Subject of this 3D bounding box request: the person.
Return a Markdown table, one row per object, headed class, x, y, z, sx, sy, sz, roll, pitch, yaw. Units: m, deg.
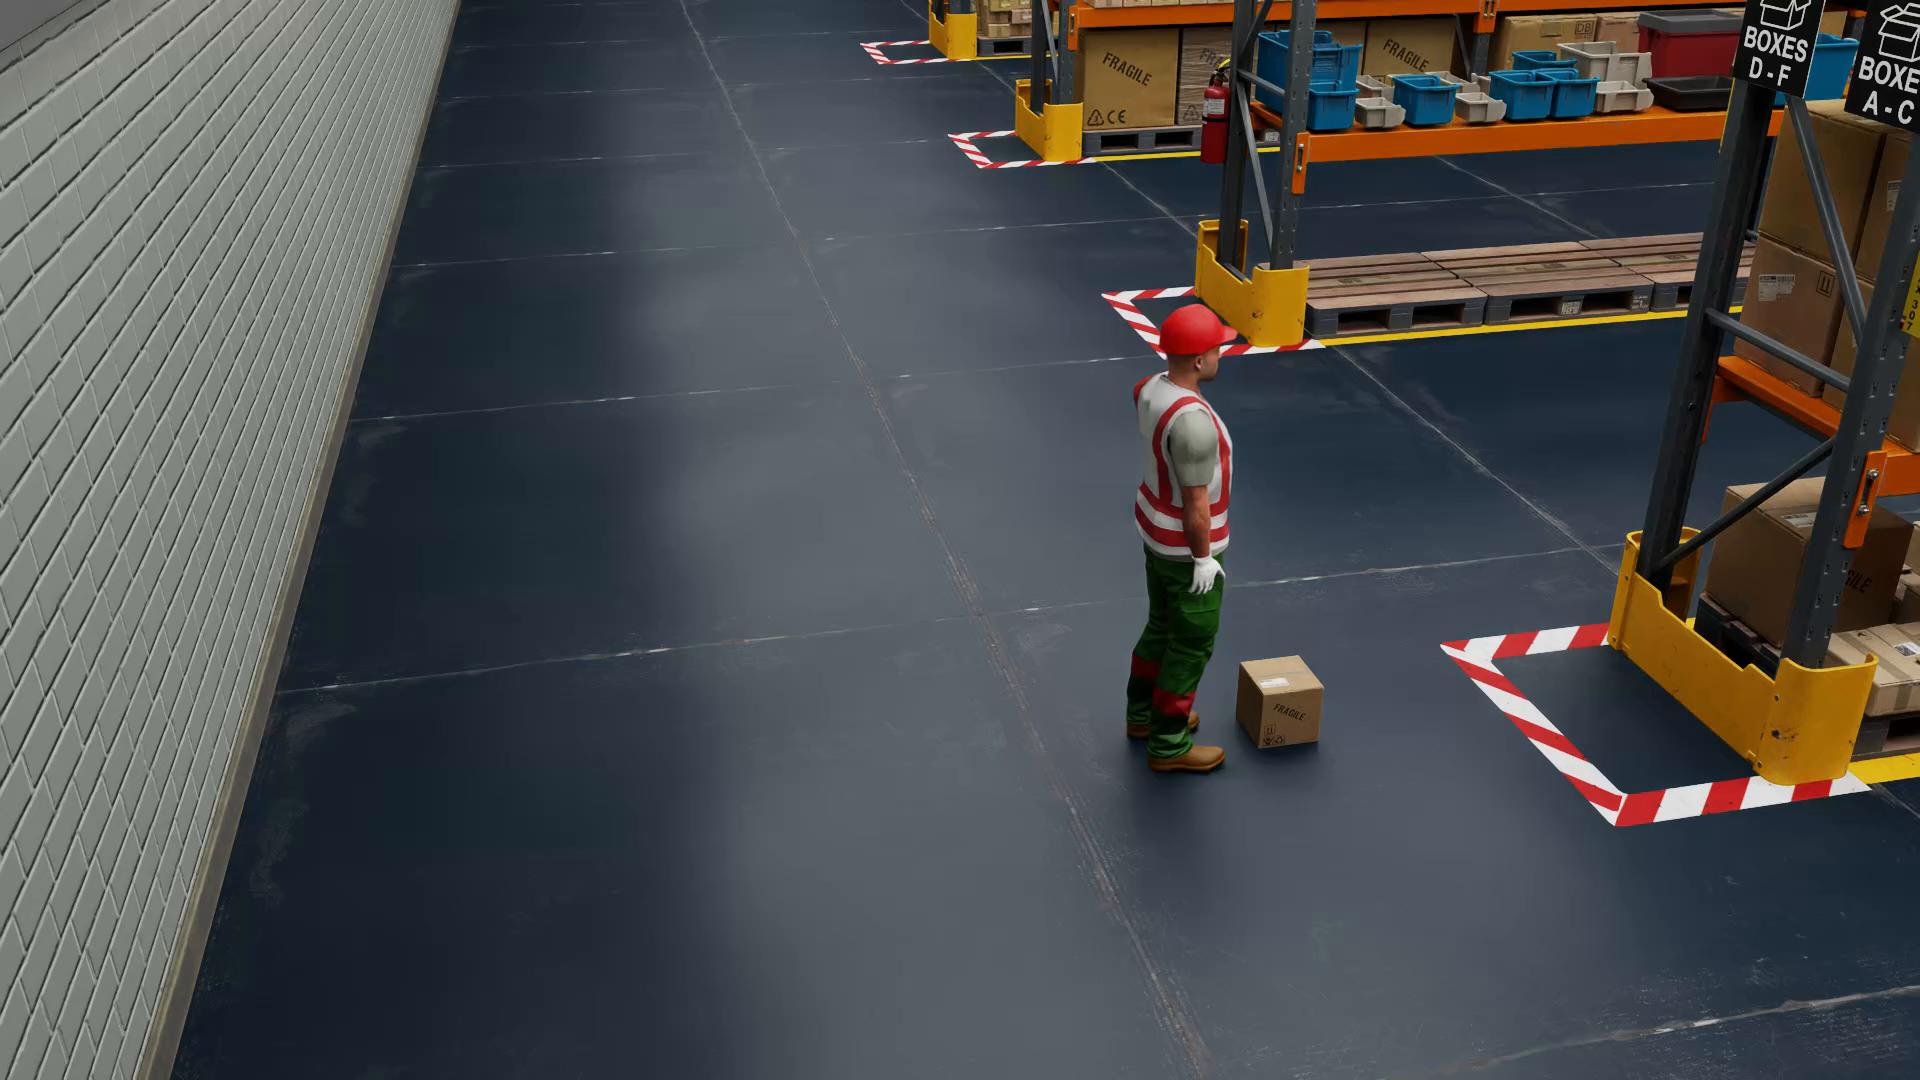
| class | x | y | z | sx | sy | sz | roll | pitch | yaw |
| --- | --- | --- | --- | --- | --- | --- | --- | --- | --- |
| person | 0.814 | -0.003 | 6.097 | 0.346 | 1.785 | 0.525 | -5 | 27 | -10 |
